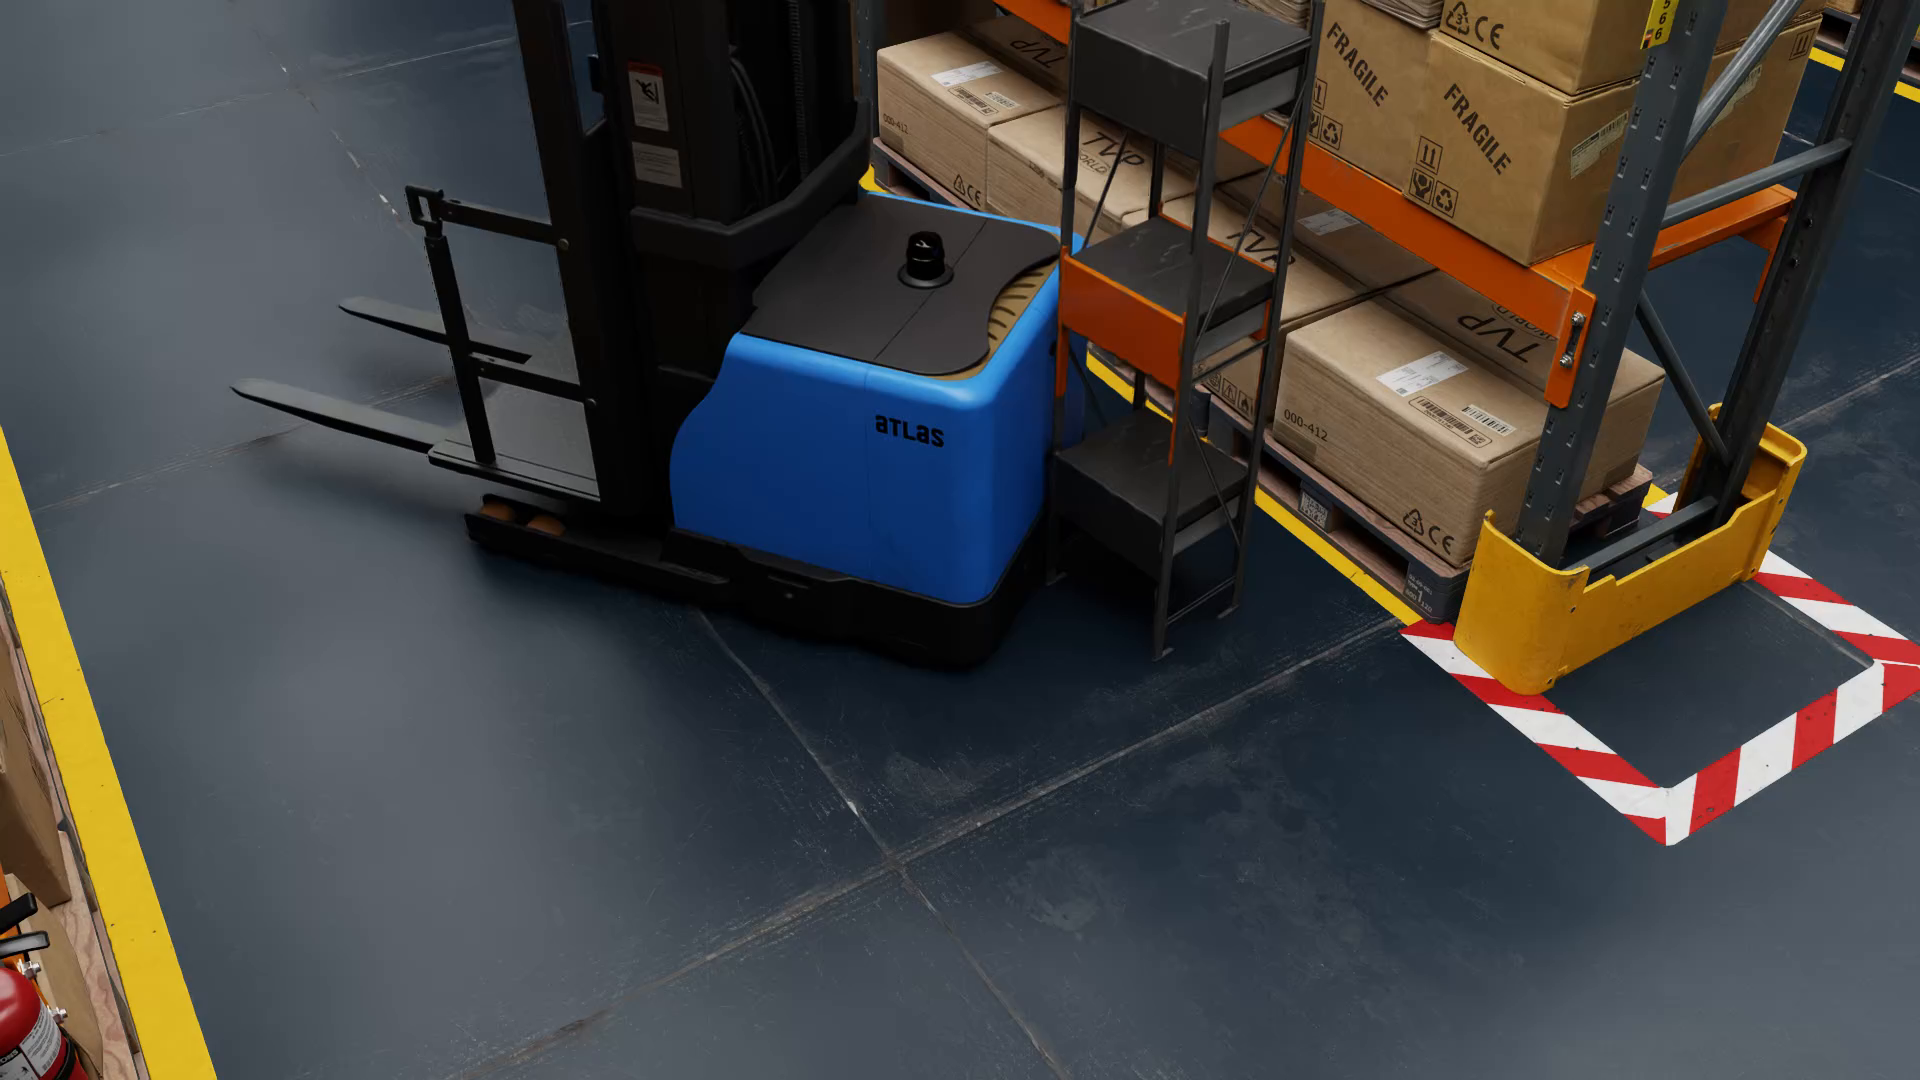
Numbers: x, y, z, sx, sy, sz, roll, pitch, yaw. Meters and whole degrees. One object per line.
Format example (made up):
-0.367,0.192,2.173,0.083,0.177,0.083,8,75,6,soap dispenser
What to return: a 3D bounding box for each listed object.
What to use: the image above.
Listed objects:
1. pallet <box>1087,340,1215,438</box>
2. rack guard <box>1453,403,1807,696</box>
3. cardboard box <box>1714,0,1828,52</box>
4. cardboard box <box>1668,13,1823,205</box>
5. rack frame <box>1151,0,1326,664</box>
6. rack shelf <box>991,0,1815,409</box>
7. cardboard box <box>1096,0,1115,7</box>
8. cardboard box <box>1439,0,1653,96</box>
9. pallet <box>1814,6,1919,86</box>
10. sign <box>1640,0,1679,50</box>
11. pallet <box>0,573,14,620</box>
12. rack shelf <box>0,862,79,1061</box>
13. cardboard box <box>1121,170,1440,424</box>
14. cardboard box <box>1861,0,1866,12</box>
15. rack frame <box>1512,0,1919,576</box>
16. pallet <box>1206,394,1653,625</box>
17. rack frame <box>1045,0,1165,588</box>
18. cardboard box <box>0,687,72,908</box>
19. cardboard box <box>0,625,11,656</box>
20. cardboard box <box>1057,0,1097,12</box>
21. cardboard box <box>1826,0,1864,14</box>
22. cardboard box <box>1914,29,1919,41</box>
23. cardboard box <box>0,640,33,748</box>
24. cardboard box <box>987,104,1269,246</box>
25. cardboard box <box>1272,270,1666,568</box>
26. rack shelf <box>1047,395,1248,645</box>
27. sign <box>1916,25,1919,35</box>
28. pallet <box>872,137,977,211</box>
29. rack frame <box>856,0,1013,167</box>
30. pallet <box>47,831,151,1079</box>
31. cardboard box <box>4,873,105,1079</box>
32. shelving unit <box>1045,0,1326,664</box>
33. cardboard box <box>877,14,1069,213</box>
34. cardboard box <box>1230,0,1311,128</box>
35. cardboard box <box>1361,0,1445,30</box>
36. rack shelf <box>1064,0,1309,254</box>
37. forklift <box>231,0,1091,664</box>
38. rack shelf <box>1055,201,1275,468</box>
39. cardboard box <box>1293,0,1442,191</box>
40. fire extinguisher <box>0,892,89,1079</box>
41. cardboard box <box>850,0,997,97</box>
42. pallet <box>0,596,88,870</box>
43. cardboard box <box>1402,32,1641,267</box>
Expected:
0.988,-0.949,6.724,1.003,0.211,1.213,-22,45,-24,pallet
2.149,0.015,5.341,1.175,0.500,0.348,-22,45,-24,rack guard
2.118,-1.738,4.633,0.500,0.500,0.500,-23,45,-25,cardboard box
2.120,-1.354,4.954,0.500,0.500,0.500,-23,45,-25,cardboard box
0.762,-0.500,4.710,0.400,2.100,0.015,-29,48,-30,rack frame
1.060,-1.761,6.082,1.077,0.370,4.000,-22,45,-24,rack shelf
0.823,-1.990,5.717,0.500,0.500,0.500,-21,44,-23,cardboard box
1.676,-1.559,4.418,0.500,0.500,0.500,-21,44,-23,cardboard box
5.155,-2.795,8.939,1.003,0.211,1.213,-22,45,-24,pallet
1.671,-1.314,3.895,0.100,0.325,0.005,-22,45,-24,sign
-3.830,0.036,5.542,1.003,0.211,1.213,-22,45,-24,pallet
-3.123,-0.050,4.029,1.077,0.370,4.000,-22,45,-24,rack shelf
1.197,-0.948,6.218,0.875,0.438,0.875,-21,44,-23,cardboard box
4.967,-2.833,8.705,0.380,0.149,0.250,-21,44,-23,cardboard box
2.136,-0.958,4.556,1.000,3.000,0.127,-22,45,-24,rack frame
1.640,-0.291,5.935,1.003,0.211,1.213,-22,45,-24,pallet
0.441,-0.735,4.992,0.400,2.100,0.015,-29,48,-30,rack frame
-2.723,0.714,4.174,0.700,0.500,0.500,-20,44,-23,cardboard box
-3.281,0.154,4.847,0.700,0.500,0.500,-24,45,-26,cardboard box
0.546,-2.268,6.051,0.500,0.500,0.500,-22,45,-24,cardboard box
4.761,-2.948,8.844,0.380,0.149,0.250,-23,45,-26,cardboard box
5.039,-2.670,8.510,0.380,0.149,0.250,-21,44,-24,cardboard box
-2.923,0.394,4.558,0.500,0.500,0.500,-21,44,-24,cardboard box
0.714,-1.435,6.803,0.875,0.438,0.875,-24,45,-26,cardboard box
1.697,-0.457,5.628,0.875,0.438,0.875,-24,45,-26,cardboard box
0.601,-0.069,5.308,0.431,0.518,0.480,-29,48,-30,rack shelf
2.607,-1.509,4.479,0.100,0.325,0.005,-22,45,-24,sign
0.328,-1.608,7.515,1.003,0.211,1.213,-22,45,-24,pallet
-0.015,-3.117,7.147,1.000,3.000,0.127,-22,45,-24,rack frame
-2.518,1.353,3.962,1.003,0.211,1.213,-22,45,-24,pallet
-2.296,1.188,3.604,0.797,0.503,0.637,-24,45,-26,cardboard box
0.601,-0.618,4.851,0.431,2.100,0.503,-29,48,-30,shelving unit
0.232,-1.918,7.382,0.875,0.438,0.875,-23,45,-25,cardboard box
1.111,-1.716,5.388,0.500,0.500,0.500,-21,44,-23,cardboard box
1.370,-1.831,4.745,0.500,0.500,0.500,-22,45,-24,cardboard box
0.601,-1.145,4.412,0.431,0.518,0.480,-29,48,-30,rack shelf
-1.135,-1.341,5.070,3.031,2.935,1.130,15,42,17,forklift
0.601,-0.607,4.860,0.431,0.518,0.480,-29,48,-30,rack shelf
1.396,-1.442,5.059,0.500,0.500,0.500,-23,45,-25,cardboard box
-1.579,0.846,2.743,0.296,0.674,0.183,-22,45,-24,fire extinguisher
-0.416,-2.769,8.062,0.875,0.875,0.875,-21,44,-23,cardboard box
-3.170,0.695,4.751,1.003,0.211,1.213,-22,45,-24,pallet
1.653,-1.166,4.728,0.500,0.500,0.500,-22,45,-24,cardboard box
